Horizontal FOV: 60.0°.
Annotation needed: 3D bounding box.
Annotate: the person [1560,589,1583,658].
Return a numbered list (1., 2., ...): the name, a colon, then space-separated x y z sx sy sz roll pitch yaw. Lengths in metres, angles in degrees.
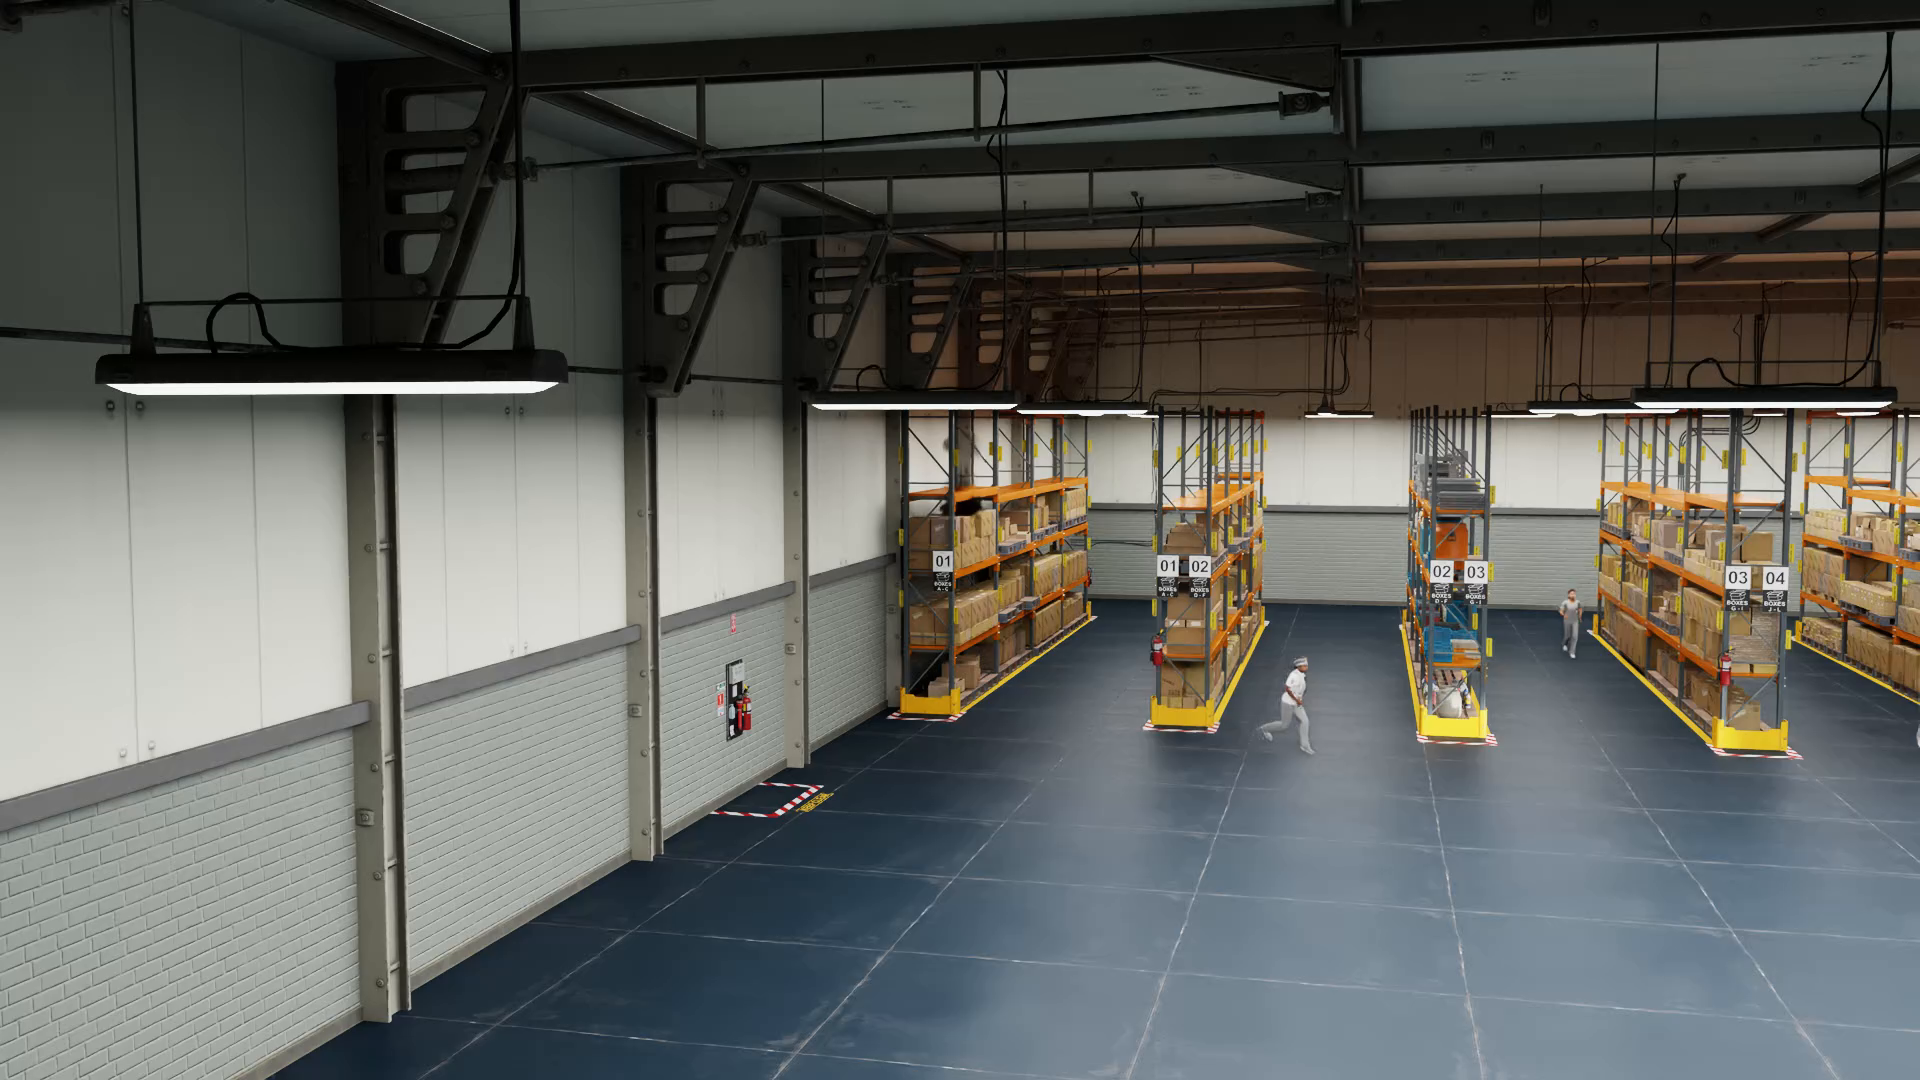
1. person: 14.827 2.006 40.365 0.553 1.647 0.875 1 4 9

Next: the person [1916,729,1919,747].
1. person: 17.059 2.781 28.570 0.766 1.796 0.920 0 4 -6

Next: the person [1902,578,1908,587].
1. person: 23.888 1.823 42.269 0.723 1.716 0.751 0 4 -4

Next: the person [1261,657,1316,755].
1. person: 5.705 2.848 28.794 1.016 1.683 0.574 3 5 36
